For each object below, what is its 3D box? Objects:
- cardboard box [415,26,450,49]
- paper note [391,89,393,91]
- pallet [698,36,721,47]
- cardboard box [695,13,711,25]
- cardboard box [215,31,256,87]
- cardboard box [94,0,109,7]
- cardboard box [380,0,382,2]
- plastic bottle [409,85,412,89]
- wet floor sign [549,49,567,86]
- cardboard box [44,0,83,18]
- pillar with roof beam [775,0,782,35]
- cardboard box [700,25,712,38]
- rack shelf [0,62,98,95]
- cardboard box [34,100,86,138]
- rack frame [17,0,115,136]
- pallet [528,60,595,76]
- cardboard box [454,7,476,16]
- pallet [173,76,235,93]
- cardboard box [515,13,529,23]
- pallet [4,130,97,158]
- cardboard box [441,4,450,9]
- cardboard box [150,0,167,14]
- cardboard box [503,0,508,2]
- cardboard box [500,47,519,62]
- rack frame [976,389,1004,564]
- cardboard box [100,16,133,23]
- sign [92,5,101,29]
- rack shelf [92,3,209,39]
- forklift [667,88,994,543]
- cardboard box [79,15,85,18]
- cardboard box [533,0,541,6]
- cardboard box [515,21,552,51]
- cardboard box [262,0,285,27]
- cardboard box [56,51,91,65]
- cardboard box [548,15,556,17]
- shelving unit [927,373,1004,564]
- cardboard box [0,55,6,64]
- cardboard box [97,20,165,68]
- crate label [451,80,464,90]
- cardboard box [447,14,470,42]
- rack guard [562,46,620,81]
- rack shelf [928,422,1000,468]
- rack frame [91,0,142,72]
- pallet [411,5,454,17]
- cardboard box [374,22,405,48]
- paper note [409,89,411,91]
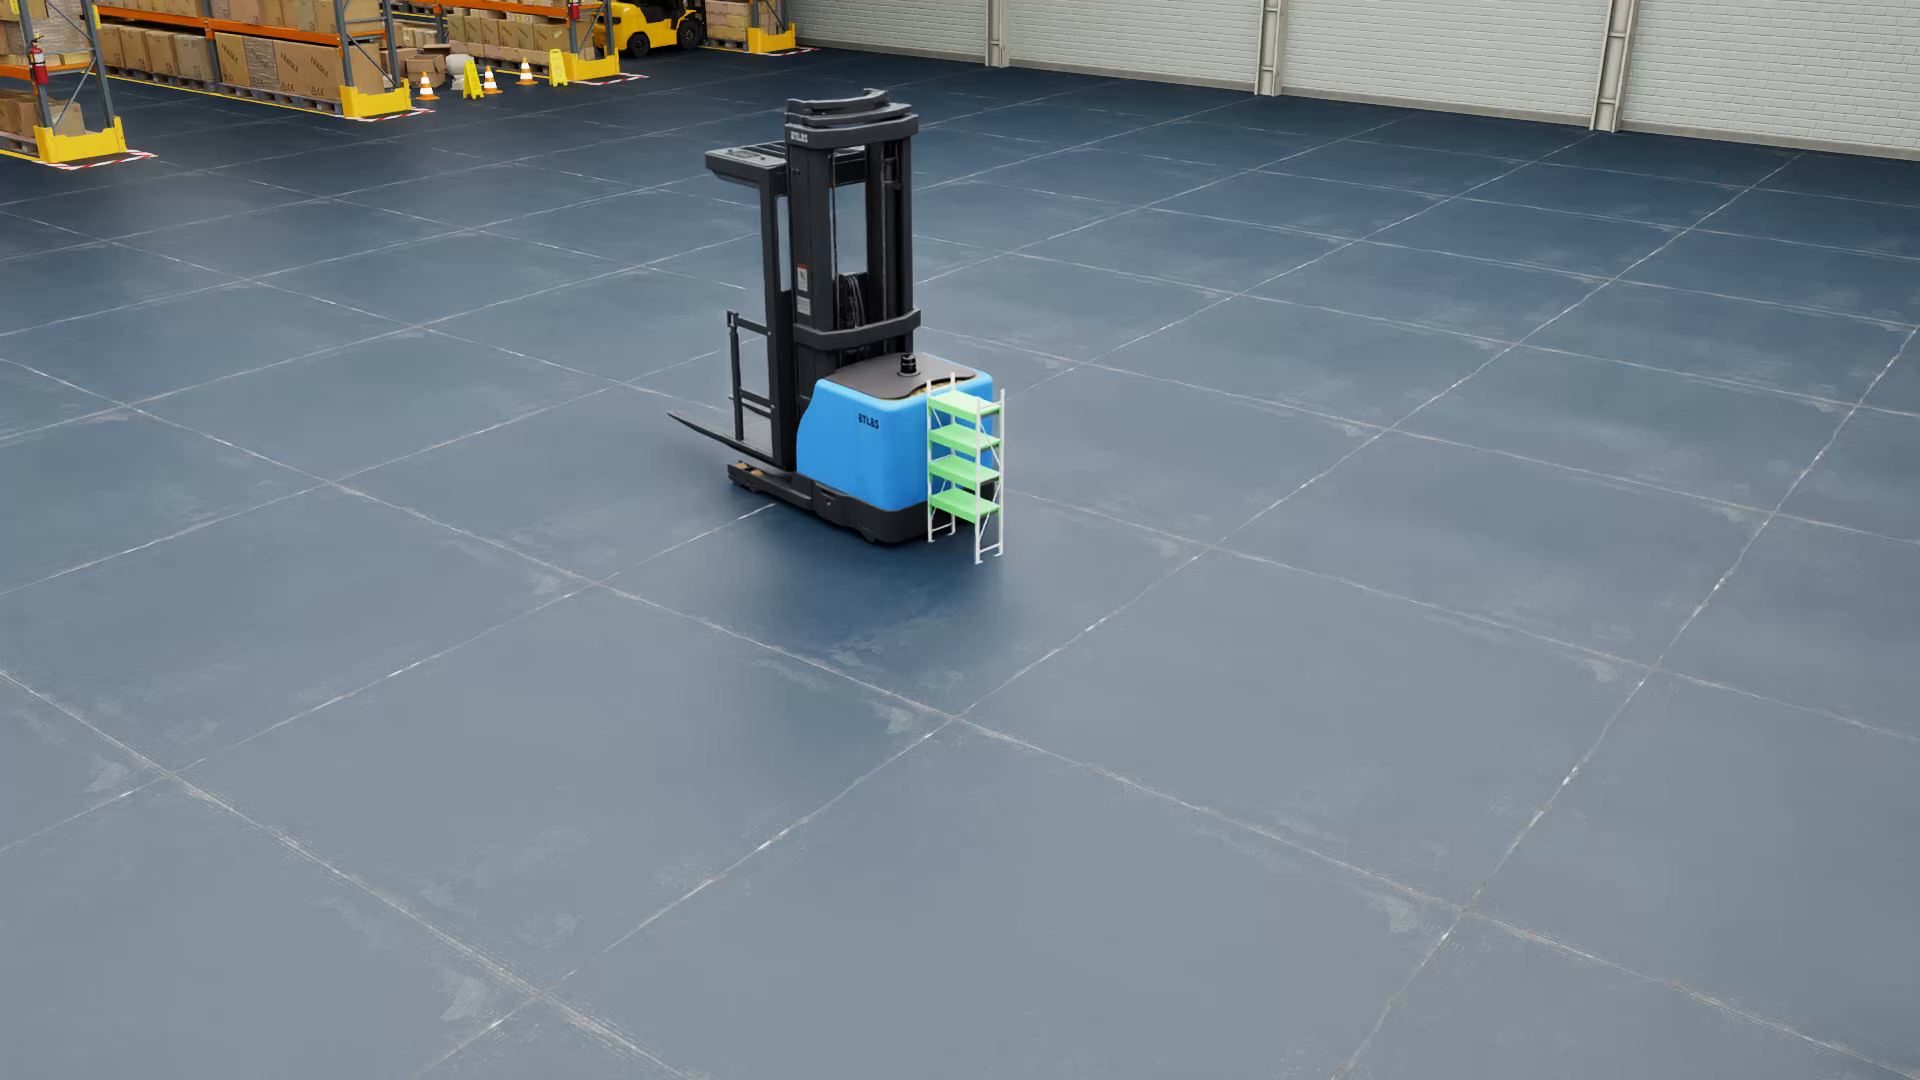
[{"bbox_3d":[-10.625,-10.339,34.234,0.625,0.372,0.950,17,29,34],"label":"cardboard box"},{"bbox_3d":[-10.393,-8.235,30.427,0.032,0.001,0.123,-10,26,-21],"label":"paper note"},{"bbox_3d":[-5.638,-11.049,36.566,1.213,0.211,1.003,17,29,33],"label":"pallet"},{"bbox_3d":[-5.427,-11.281,35.903,0.500,0.250,0.500,16,28,32],"label":"cardboard box"},{"bbox_3d":[-12.630,-8.647,29.770,0.875,0.875,0.875,17,29,34],"label":"cardboard box"},{"bbox_3d":[-16.095,-10.419,31.554,0.500,0.500,0.500,17,29,34],"label":"cardboard box"},{"bbox_3d":[-14.539,-13.828,42.283,0.258,0.266,0.396,18,30,35],"label":"cardboard box"},{"bbox_3d":[-10.242,-8.334,30.590,0.283,0.061,0.133,7,25,15],"label":"plastic bottle"},{"bbox_3d":[-7.493,-8.788,30.894,0.267,0.644,0.232,-15,28,-30],"label":"wet floor sign"},{"bbox_3d":[-13.223,-7.919,24.270,0.500,0.500,0.500,17,29,33],"label":"cardboard box"},{"bbox_3d":[-6.628,-13.674,31.624,0.400,9.000,9.100,17,29,33],"label":"pillar with roof beam"},{"bbox_3d":[-5.382,-11.051,36.002,0.500,0.250,0.500,17,29,34],"label":"cardboard box"},{"bbox_3d":[-14.547,-7.213,25.293,4.000,0.370,1.077,17,29,33],"label":"rack shelf"},{"bbox_3d":[-13.436,-6.264,24.825,0.500,0.500,0.500,-20,31,-38],"label":"cardboard box"},{"bbox_3d":[-12.947,-7.059,24.051,0.127,3.000,1.000,17,29,33],"label":"rack frame"},{"bbox_3d":[-7.693,-9.206,32.383,1.213,0.211,1.003,17,29,33],"label":"pallet"},{"bbox_3d":[-9.830,-10.518,33.056,0.250,0.149,0.380,17,29,34],"label":"cardboard box"},{"bbox_3d":[-13.754,-8.488,30.753,1.213,0.211,1.003,17,29,33],"label":"pallet"},{"bbox_3d":[-8.334,-10.069,32.037,0.250,0.149,0.380,17,29,34],"label":"cardboard box"},{"bbox_3d":[-13.636,-6.009,25.126,1.213,0.211,1.003,17,29,33],"label":"pallet"},{"bbox_3d":[-12.550,-13.371,40.957,0.500,0.500,0.500,16,28,32],"label":"cardboard box"},{"bbox_3d":[-14.478,-9.932,30.448,0.500,0.500,0.500,17,29,34],"label":"cardboard box"},{"bbox_3d":[-8.642,-10.539,32.260,0.250,0.149,0.380,17,29,33],"label":"cardboard box"},{"bbox_3d":[-8.643,-9.551,32.597,0.500,0.250,0.500,16,28,31],"label":"cardboard box"},{"bbox_3d":[0.201,-0.417,11.208,0.240,1.200,0.015,-20,31,-38],"label":"rack frame"},{"bbox_3d":[-16.699,-10.206,32.842,0.500,0.250,0.500,15,28,31],"label":"cardboard box"},{"bbox_3d":[-12.621,-7.630,24.274,0.005,0.325,0.100,17,29,33],"label":"sign"},{"bbox_3d":[-14.692,-9.756,31.065,4.000,0.370,1.077,17,29,33],"label":"rack shelf"},{"bbox_3d":[-1.122,-1.828,12.263,1.130,2.935,3.031,-21,31,-39],"label":"forklift"},{"bbox_3d":[-17.408,-10.160,32.739,0.500,0.250,0.500,17,29,34],"label":"cardboard box"},{"bbox_3d":[-7.892,-10.257,31.621,0.250,0.149,0.380,16,29,32],"label":"cardboard box"},{"bbox_3d":[-8.220,-9.768,32.159,0.500,0.500,0.500,18,30,35],"label":"cardboard box"},{"bbox_3d":[-11.490,-9.195,28.713,0.500,0.550,0.875,17,29,33],"label":"cardboard box"},{"bbox_3d":[-13.032,-7.090,24.432,0.250,0.149,0.380,17,29,33],"label":"cardboard box"},{"bbox_3d":[-9.412,-12.588,39.024,0.625,0.625,0.875,18,29,35],"label":"cardboard box"},{"bbox_3d":[0.035,-0.489,11.372,0.258,1.200,0.503,-20,31,-38],"label":"shelving unit"},{"bbox_3d":[-13.920,-7.116,24.492,0.250,0.149,0.380,17,29,33],"label":"cardboard box"},{"bbox_3d":[-15.859,-9.556,31.987,0.750,0.750,1.050,16,29,33],"label":"cardboard box"},{"bbox_3d":[-9.181,-8.364,30.563,0.298,0.136,0.250,3,24,6],"label":"crate label"},{"bbox_3d":[-9.894,-10.271,33.300,0.500,0.500,0.500,18,30,36],"label":"cardboard box"},{"bbox_3d":[-7.064,-9.131,31.853,0.348,0.500,1.175,17,29,33],"label":"rack guard"},{"bbox_3d":[0.035,-0.650,11.301,0.258,0.148,0.480,-20,31,-38],"label":"rack shelf"},{"bbox_3d":[-16.292,-10.569,32.018,0.127,3.000,1.000,17,29,33],"label":"rack frame"},{"bbox_3d":[-12.958,-13.300,41.674,1.213,0.211,1.003,17,29,33],"label":"pallet"},{"bbox_3d":[-11.247,-9.845,32.534,0.500,0.500,0.500,17,29,33],"label":"cardboard box"},{"bbox_3d":[-10.094,-8.192,30.307,0.144,0.017,0.142,-15,28,-30],"label":"paper note"}]
